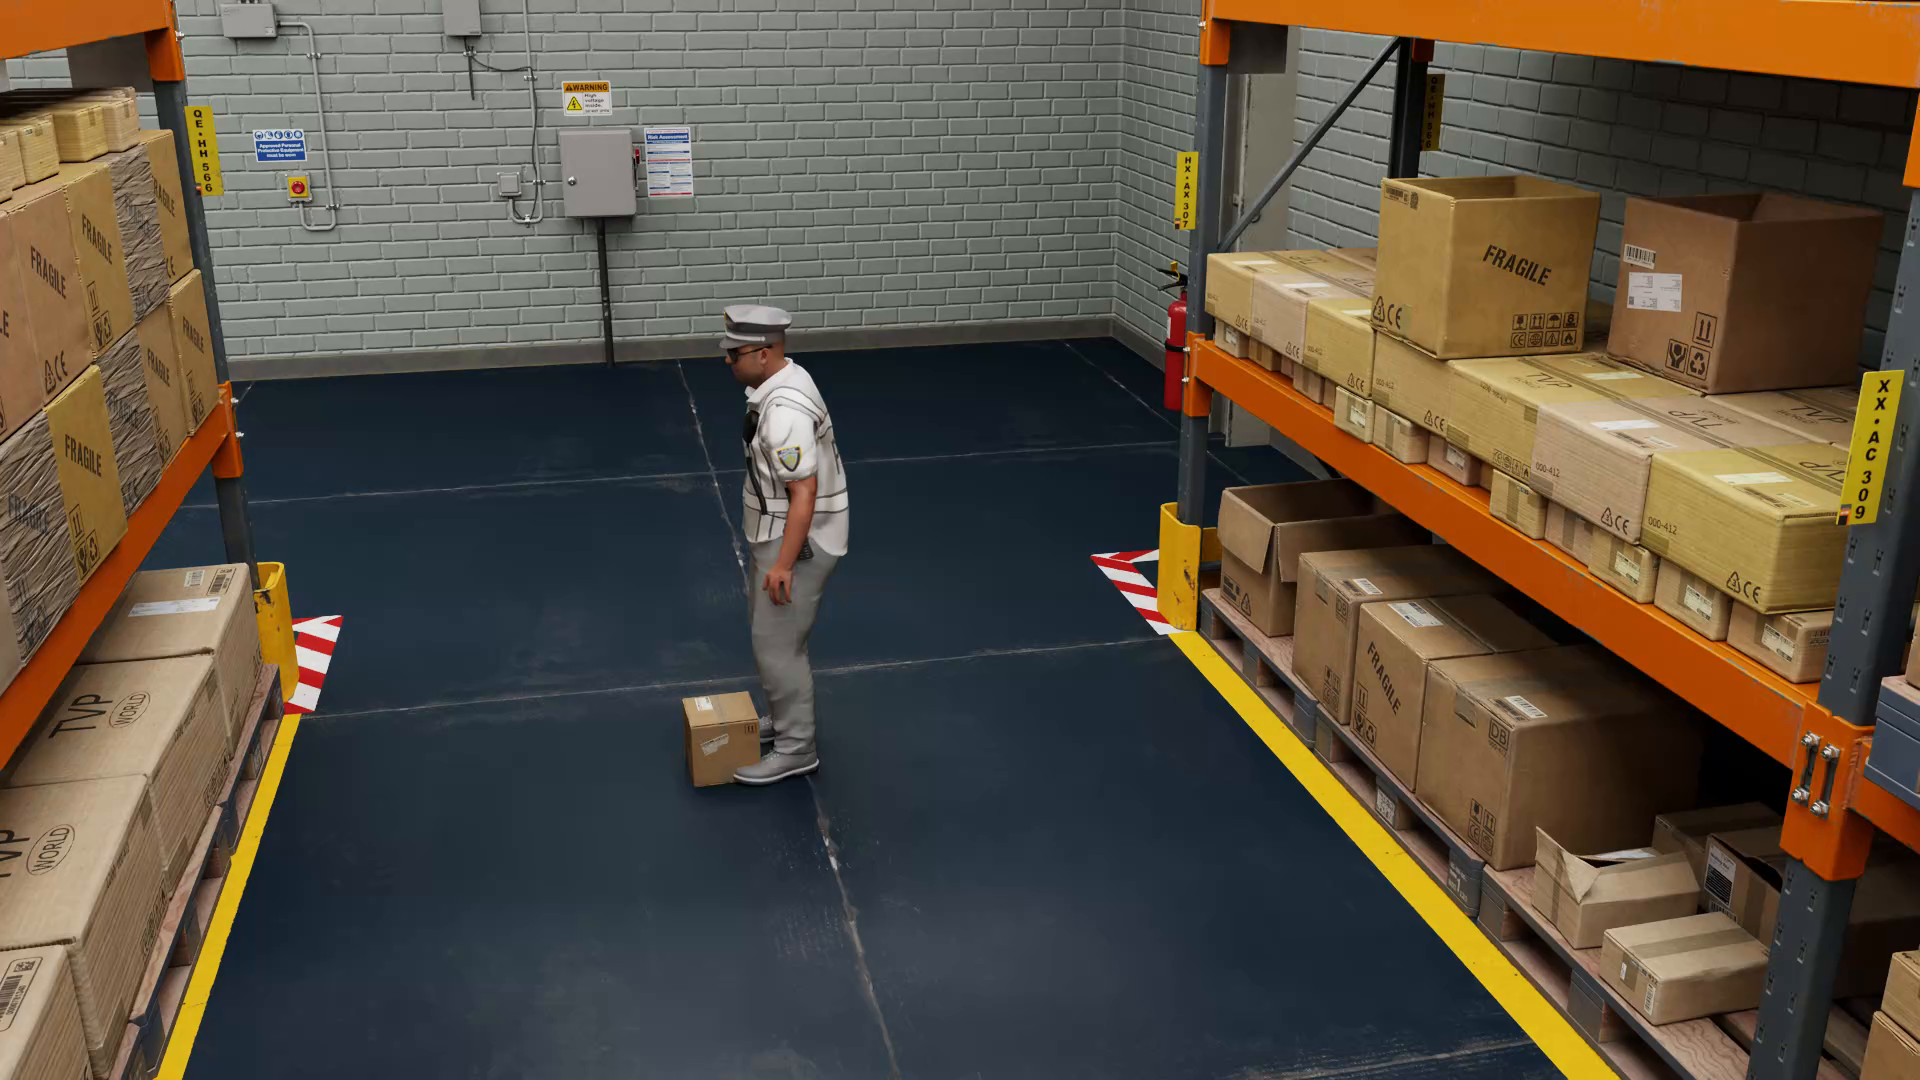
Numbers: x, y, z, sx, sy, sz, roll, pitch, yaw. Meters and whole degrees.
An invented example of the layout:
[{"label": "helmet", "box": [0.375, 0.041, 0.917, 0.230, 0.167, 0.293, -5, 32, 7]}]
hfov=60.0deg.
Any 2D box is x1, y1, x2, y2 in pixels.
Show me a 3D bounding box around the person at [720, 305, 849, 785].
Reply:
[{"label": "person", "box": [-0.643, 0.009, 6.032, 0.467, 1.748, 0.587, -4, 20, -12]}]
